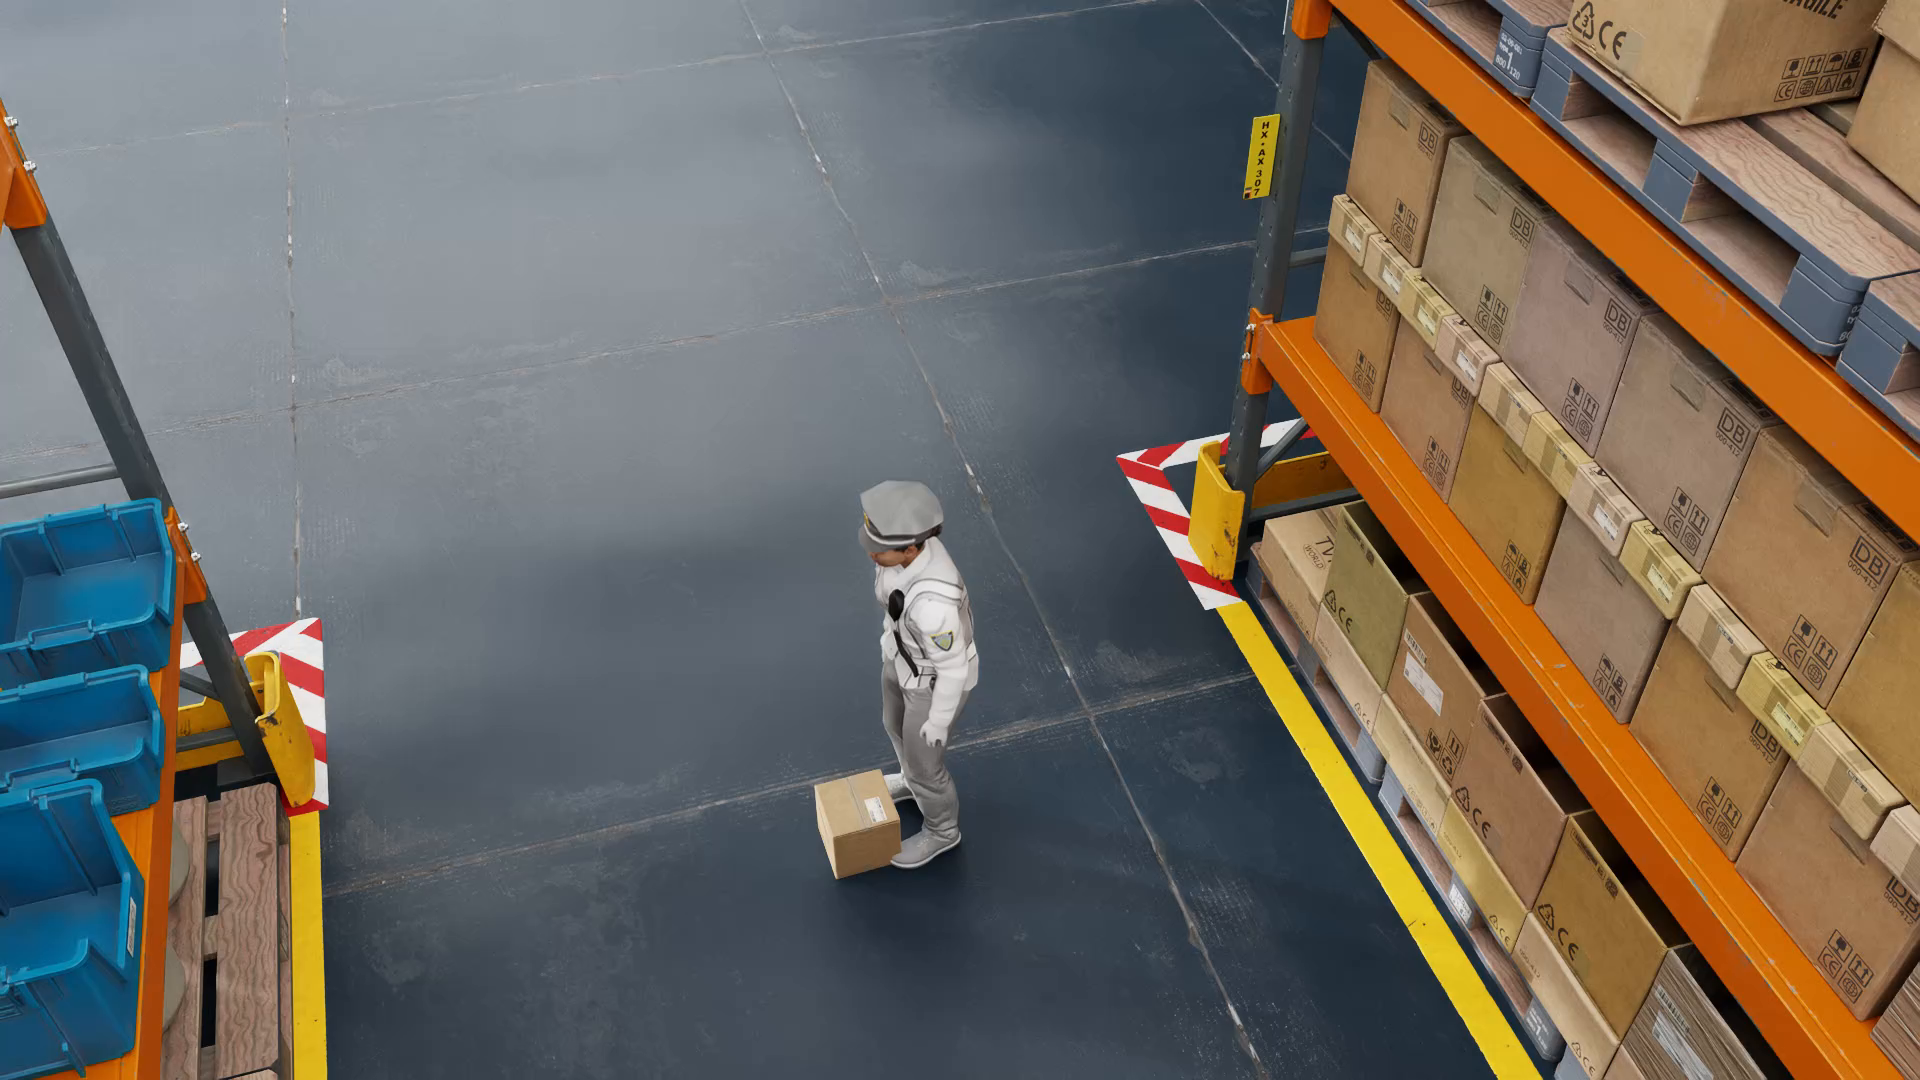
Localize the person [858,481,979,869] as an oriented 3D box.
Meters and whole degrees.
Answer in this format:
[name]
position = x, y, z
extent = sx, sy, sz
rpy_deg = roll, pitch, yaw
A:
[person]
position = -0.141, 0.466, 5.656
extent = 0.375, 1.653, 0.530
rpy_deg = -14, 44, -15
